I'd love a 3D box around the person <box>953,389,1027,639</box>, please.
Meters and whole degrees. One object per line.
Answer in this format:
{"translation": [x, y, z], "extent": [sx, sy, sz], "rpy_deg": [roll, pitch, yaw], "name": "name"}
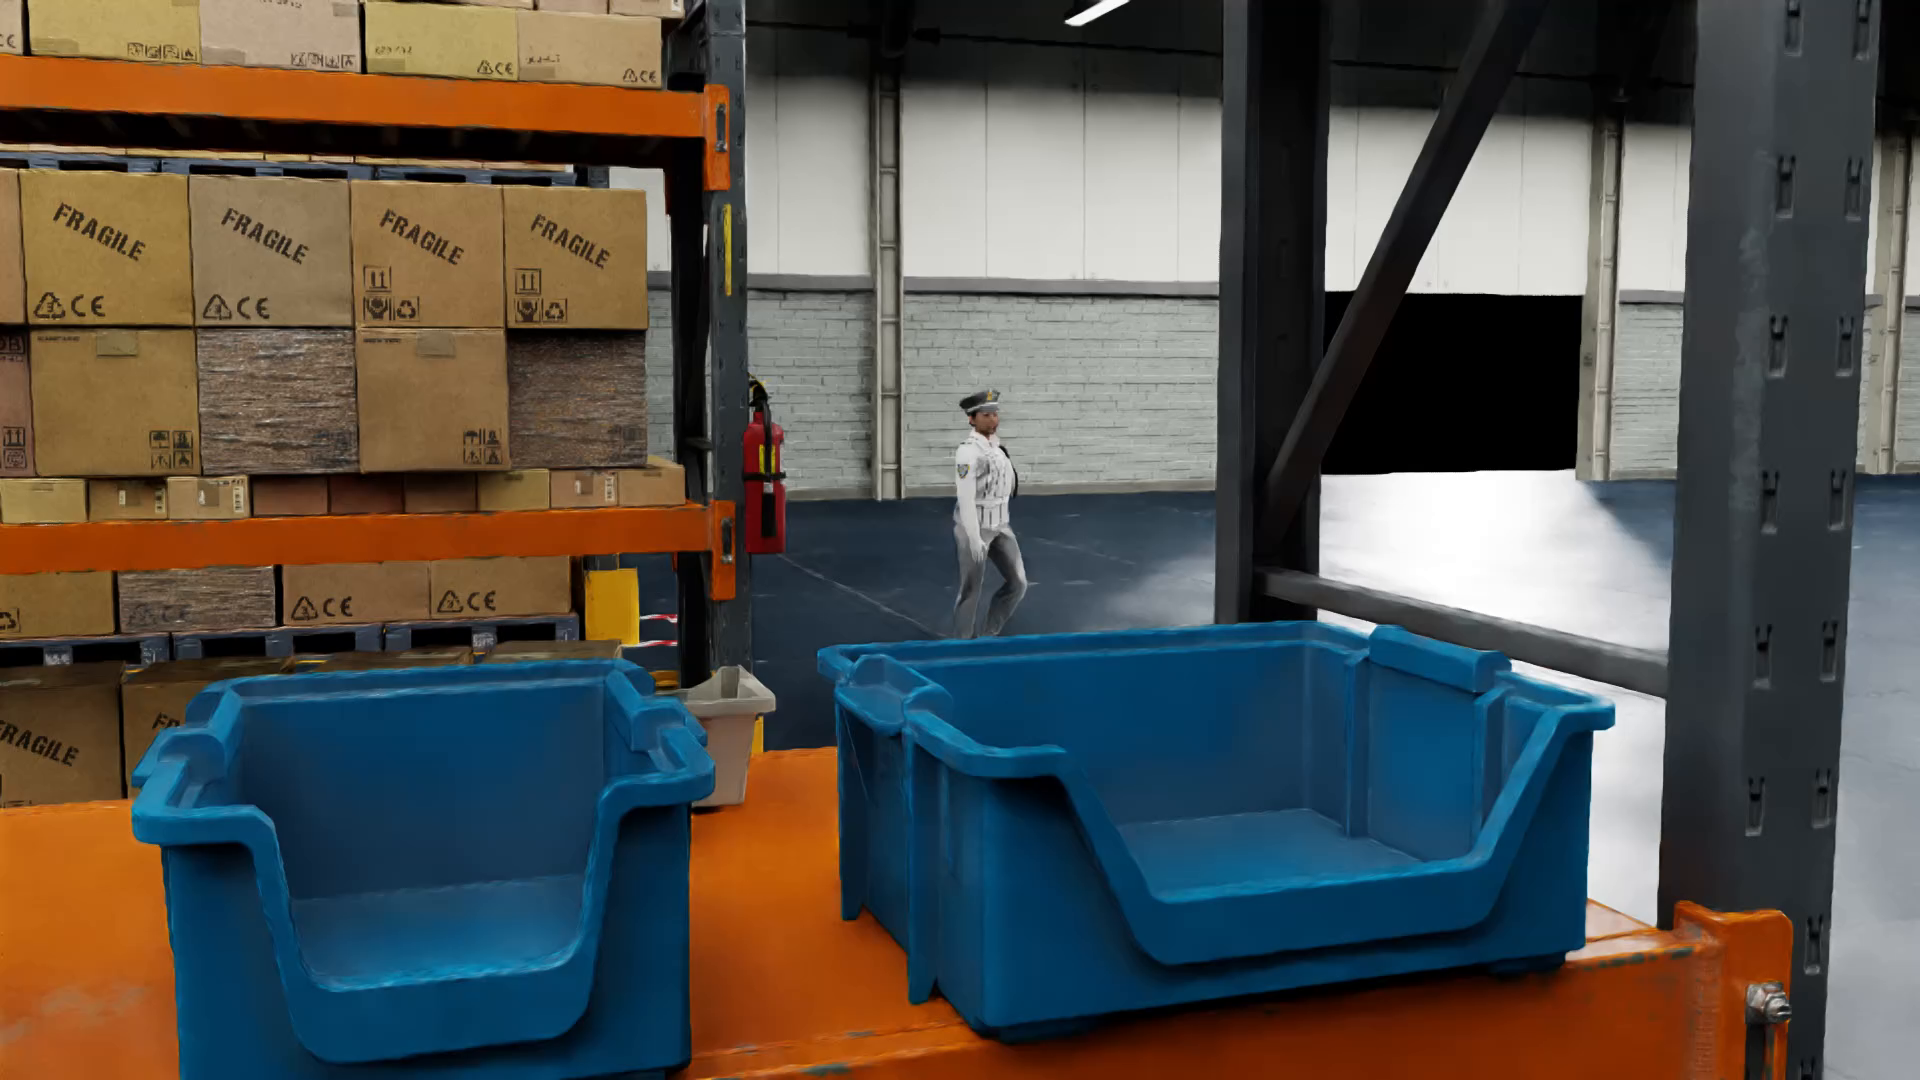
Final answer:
{"translation": [0.143, -0.064, 9.939], "extent": [0.436, 1.670, 0.577], "rpy_deg": [4, 7, 33], "name": "person"}
